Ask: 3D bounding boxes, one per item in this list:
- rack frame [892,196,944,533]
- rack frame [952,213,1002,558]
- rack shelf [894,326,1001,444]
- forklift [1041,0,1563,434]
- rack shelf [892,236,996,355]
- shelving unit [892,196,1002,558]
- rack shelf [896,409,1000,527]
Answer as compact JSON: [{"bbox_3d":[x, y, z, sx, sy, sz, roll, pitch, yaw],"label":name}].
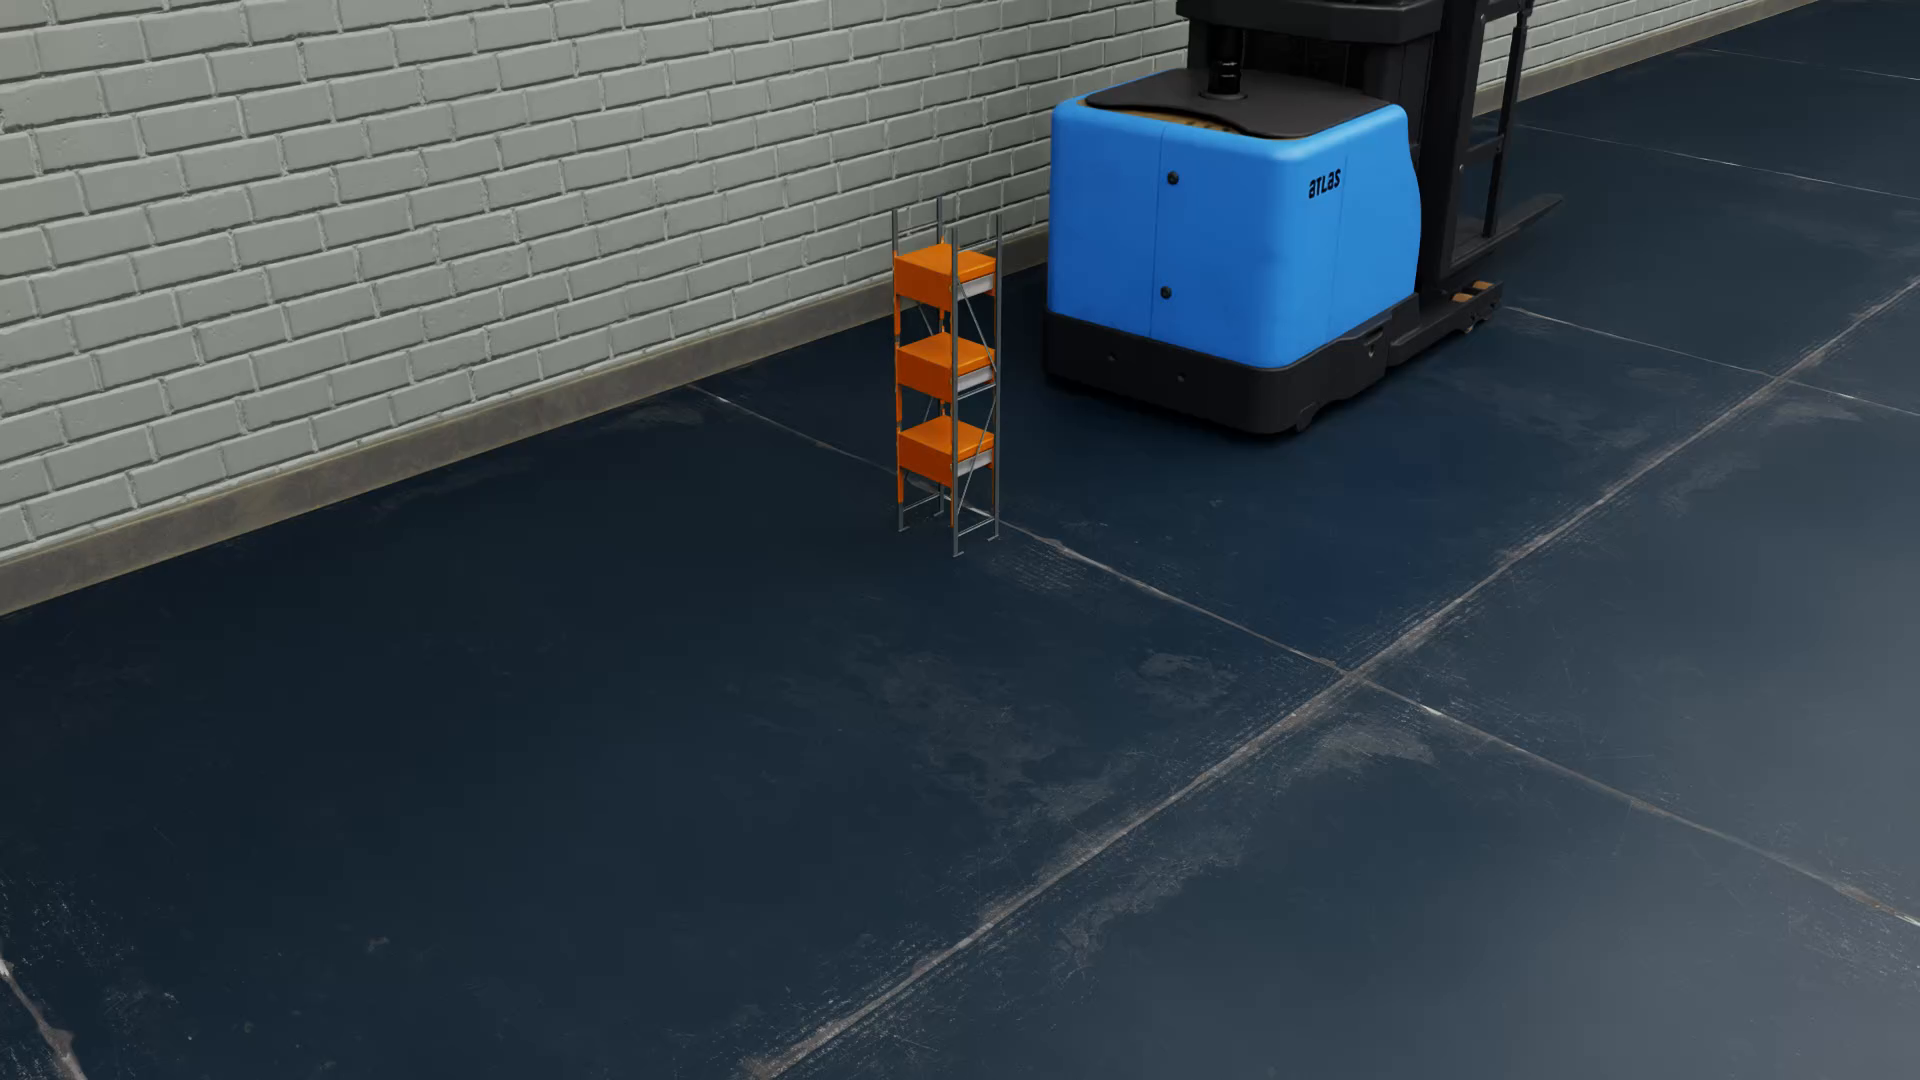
[{"bbox_3d":[-0.125,-0.522,5.115,0.008,1.050,0.200,25,36,38],"label":"rack frame"},{"bbox_3d":[0.049,-0.442,4.963,0.008,1.050,0.200,25,36,38],"label":"rack frame"},{"bbox_3d":[-0.038,-0.473,5.044,0.240,0.259,0.215,25,36,38],"label":"rack shelf"},{"bbox_3d":[1.633,-2.282,6.440,1.130,2.935,3.031,21,34,34],"label":"forklift"},{"bbox_3d":[-0.038,-0.724,4.912,0.240,0.259,0.215,25,36,38],"label":"rack shelf"},{"bbox_3d":[-0.038,-0.482,5.039,0.252,1.050,0.215,25,36,38],"label":"shelving unit"},{"bbox_3d":[-0.038,-0.227,5.173,0.240,0.259,0.215,25,36,38],"label":"rack shelf"}]
